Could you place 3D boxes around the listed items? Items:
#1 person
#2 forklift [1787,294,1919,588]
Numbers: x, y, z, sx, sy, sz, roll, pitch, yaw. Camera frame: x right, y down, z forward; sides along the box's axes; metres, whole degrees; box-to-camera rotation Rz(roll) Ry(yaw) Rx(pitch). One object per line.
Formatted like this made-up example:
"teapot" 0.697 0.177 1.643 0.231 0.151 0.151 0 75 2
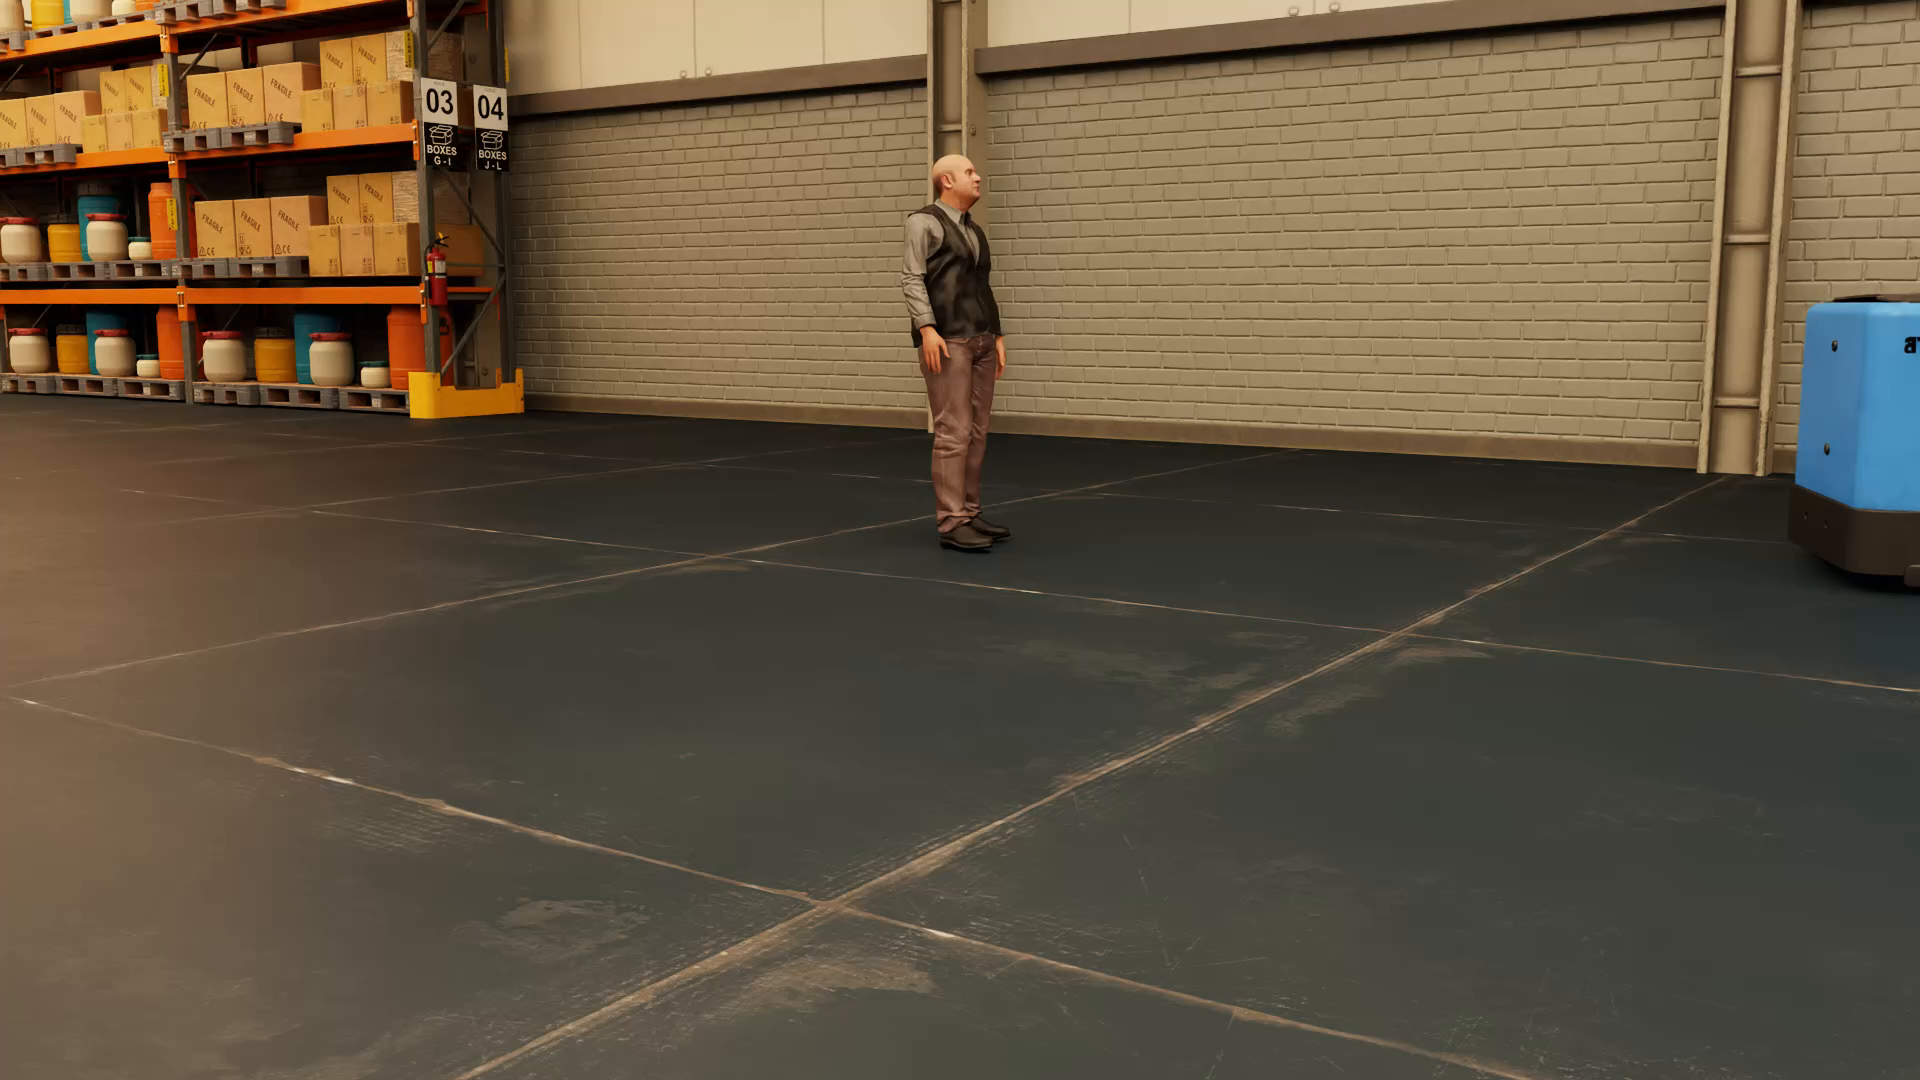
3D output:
"person" 0.047 -0.854 7.441 0.568 1.720 0.632 5 10 34
"forklift" 4.912 -1.275 6.156 3.031 2.935 1.130 2 8 13
